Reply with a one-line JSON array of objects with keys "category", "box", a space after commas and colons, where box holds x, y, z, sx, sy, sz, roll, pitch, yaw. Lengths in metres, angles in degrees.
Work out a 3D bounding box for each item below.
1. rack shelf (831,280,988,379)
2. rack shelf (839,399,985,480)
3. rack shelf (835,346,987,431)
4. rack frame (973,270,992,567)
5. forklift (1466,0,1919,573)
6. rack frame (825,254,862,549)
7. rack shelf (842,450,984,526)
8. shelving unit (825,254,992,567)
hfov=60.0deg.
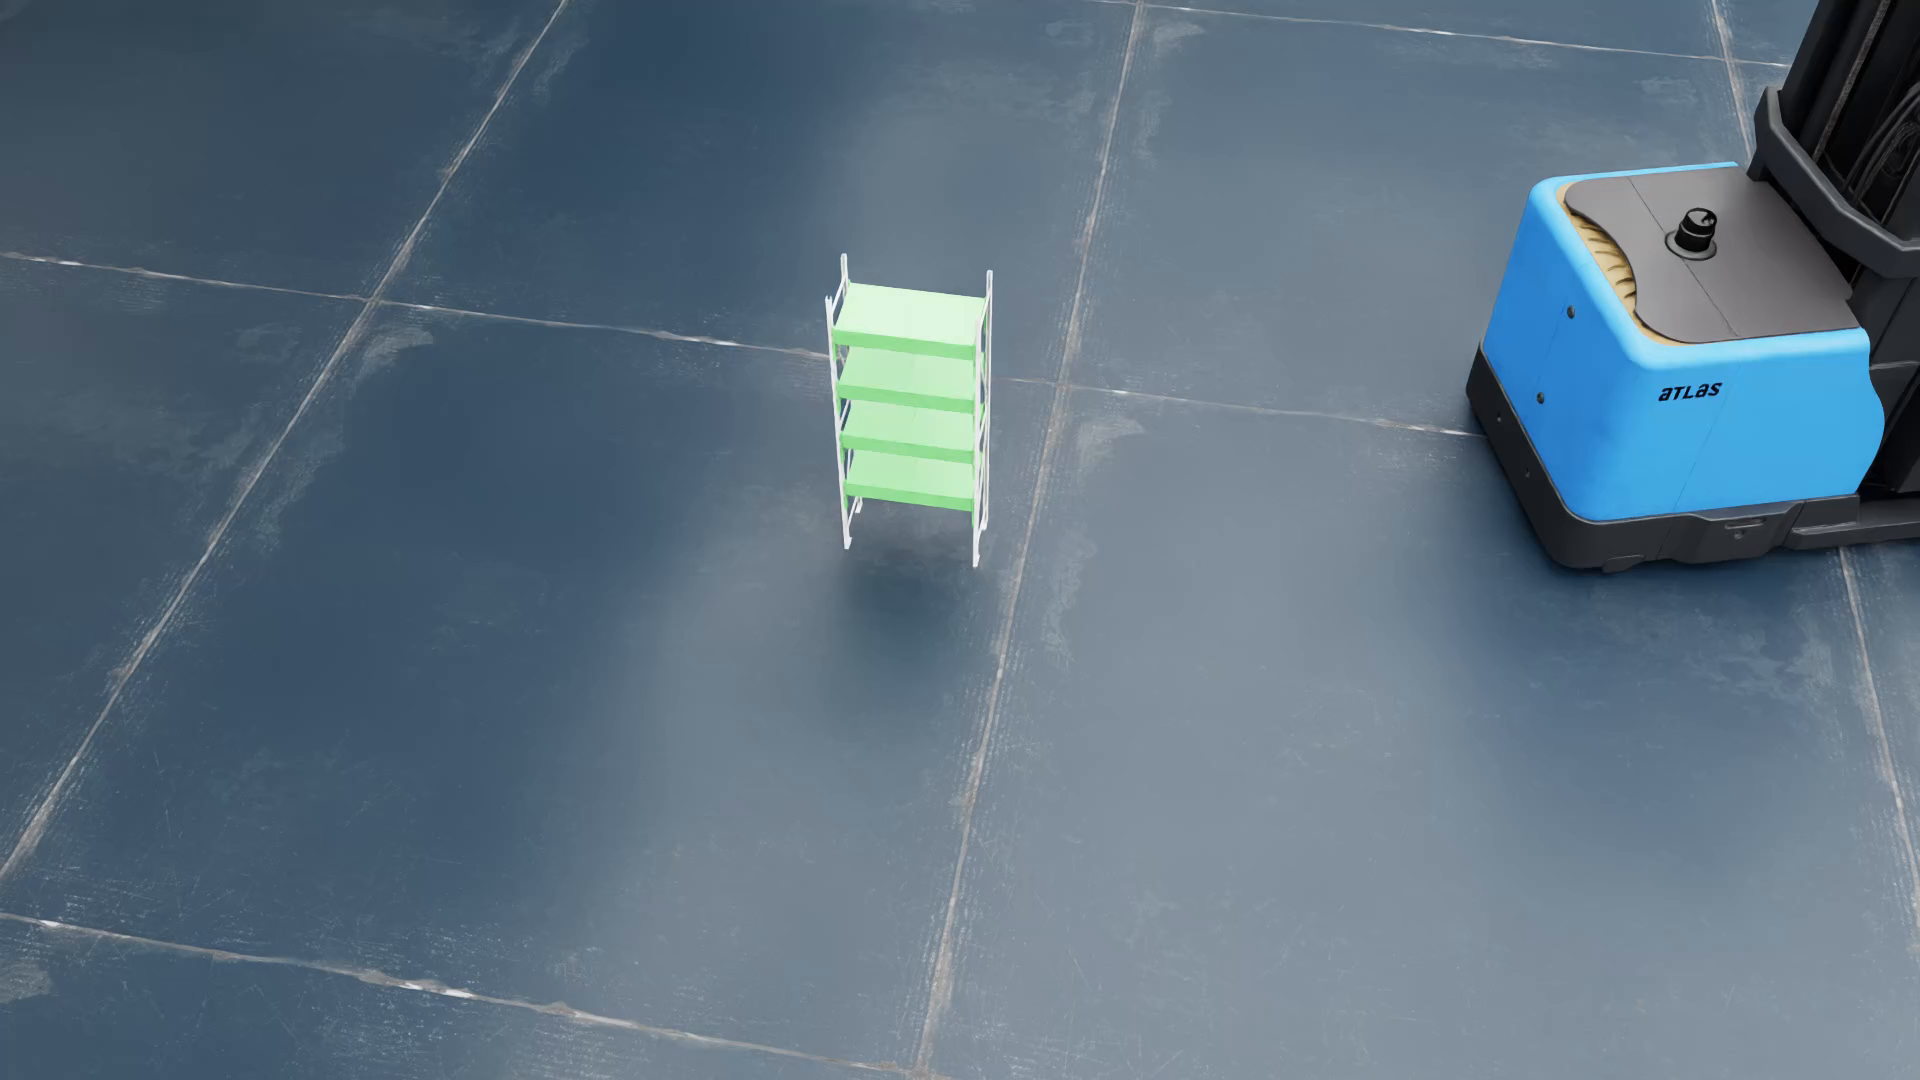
[{"category": "rack shelf", "box": [-0.163, -0.701, 5.514, 0.480, 0.148, 0.258, 8, 49, 7]}, {"category": "rack shelf", "box": [-0.163, -0.380, 5.871, 0.480, 0.148, 0.258, 8, 49, 7]}, {"category": "rack shelf", "box": [-0.163, -0.541, 5.692, 0.480, 0.148, 0.258, 8, 49, 7]}, {"category": "rack frame", "box": [0.077, -0.391, 5.794, 0.015, 1.200, 0.240, 8, 49, 7]}, {"category": "forklift", "box": [3.594, -1.363, 5.504, 3.031, 2.935, 1.130, -6, 48, -5]}, {"category": "rack frame", "box": [-0.403, -0.455, 5.852, 0.015, 1.200, 0.240, 8, 49, 7]}, {"category": "rack shelf", "box": [-0.163, -0.220, 6.049, 0.480, 0.148, 0.258, 8, 49, 7]}, {"category": "shelving unit", "box": [-0.163, -0.423, 5.823, 0.503, 1.200, 0.258, 8, 49, 7]}]
